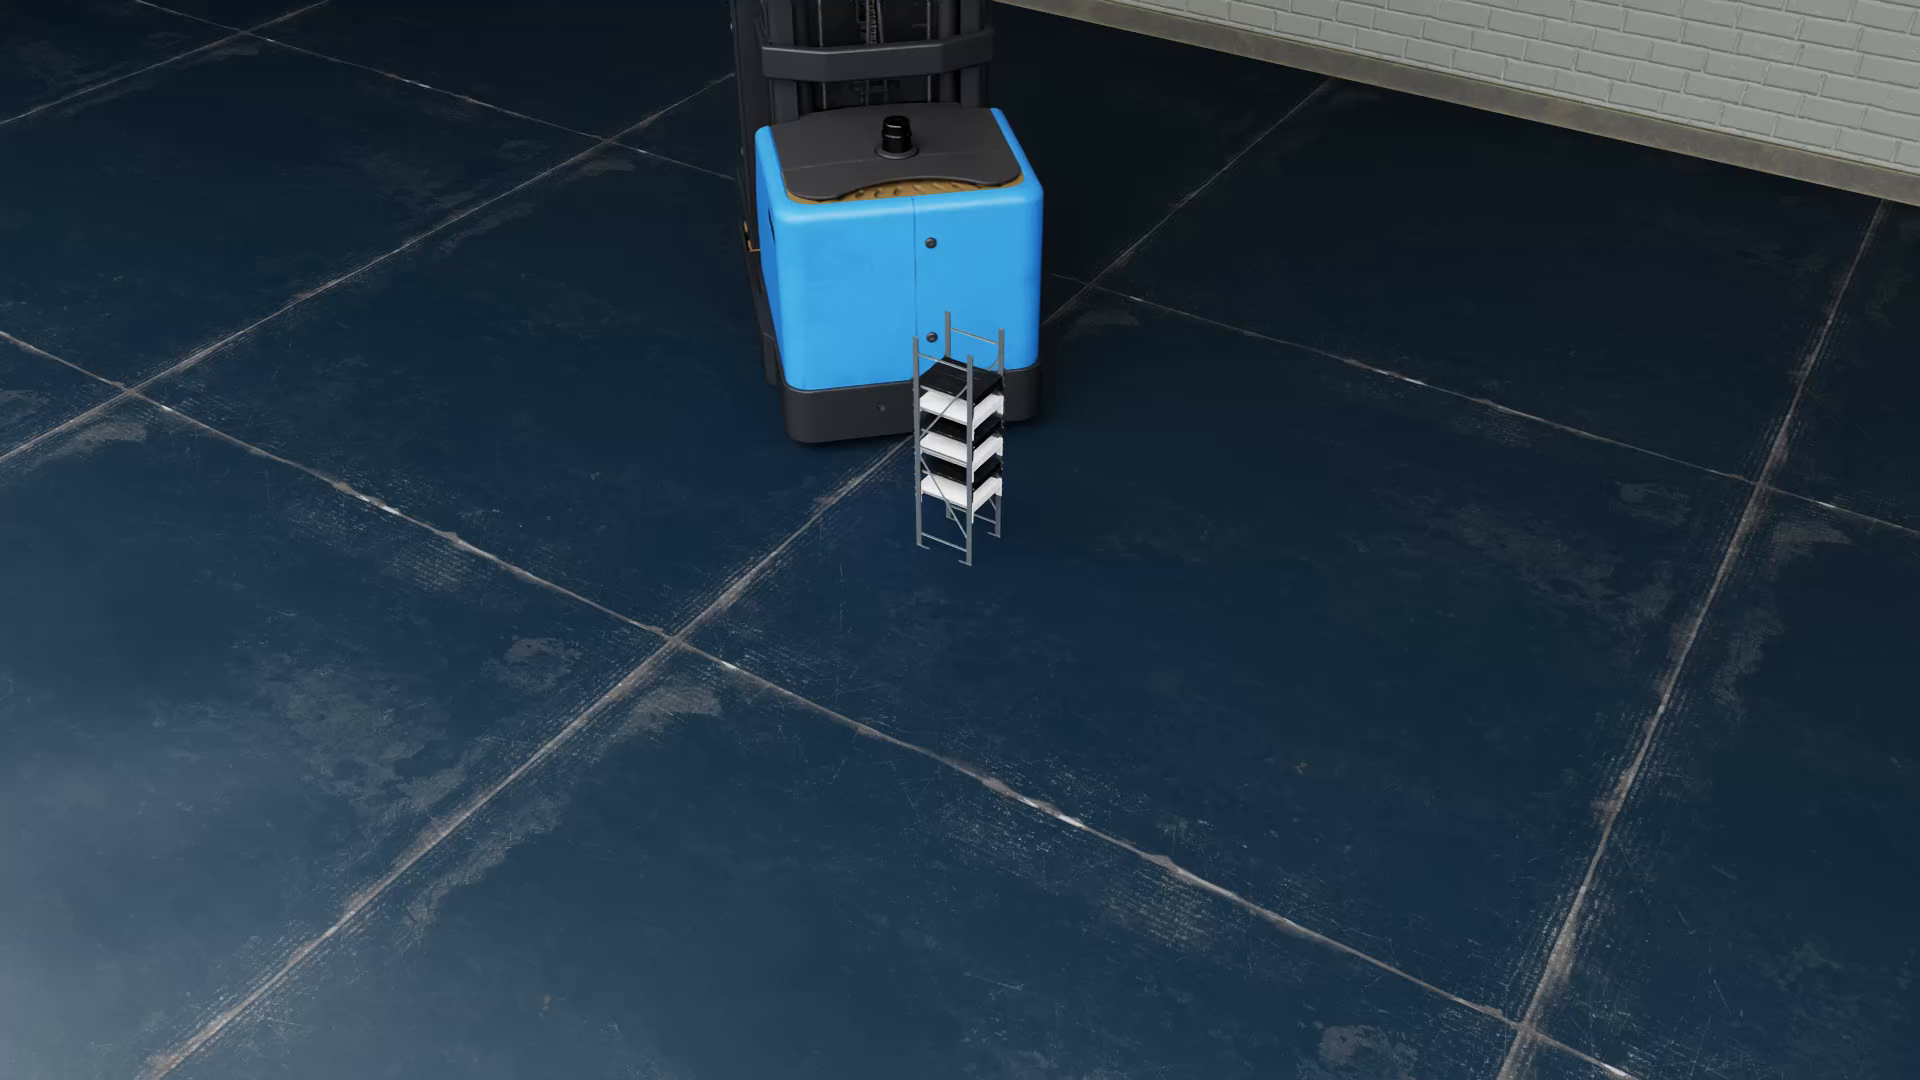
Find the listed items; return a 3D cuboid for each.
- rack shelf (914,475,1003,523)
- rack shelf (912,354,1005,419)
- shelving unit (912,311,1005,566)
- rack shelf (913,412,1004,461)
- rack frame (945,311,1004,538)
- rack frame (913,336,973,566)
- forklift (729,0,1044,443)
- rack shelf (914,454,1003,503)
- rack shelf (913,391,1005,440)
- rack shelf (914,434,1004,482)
[{"bbox_3d":[-0.004,-0.183,6.100,0.258,0.077,0.200,21,42,25],"label":"rack shelf"},{"bbox_3d":[-0.004,-0.540,5.825,0.258,0.077,0.200,21,42,25],"label":"rack shelf"},{"bbox_3d":[-0.004,-0.352,5.970,0.258,0.900,0.210,21,42,25],"label":"shelving unit"},{"bbox_3d":[-0.004,-0.397,5.935,0.258,0.077,0.200,21,42,25],"label":"rack shelf"},{"bbox_3d":[0.050,-0.405,6.038,0.240,0.900,0.006,21,42,25],"label":"rack frame"},{"bbox_3d":[-0.059,-0.300,5.902,0.240,0.900,0.006,21,42,25],"label":"rack frame"},{"bbox_3d":[-0.456,-2.447,7.024,1.130,2.935,3.031,-7,38,-9],"label":"forklift"},{"bbox_3d":[-0.004,-0.255,6.045,0.258,0.077,0.200,21,42,25],"label":"rack shelf"},{"bbox_3d":[-0.004,-0.468,5.880,0.258,0.077,0.200,21,42,25],"label":"rack shelf"},{"bbox_3d":[-0.004,-0.326,5.990,0.258,0.077,0.200,21,42,25],"label":"rack shelf"}]
